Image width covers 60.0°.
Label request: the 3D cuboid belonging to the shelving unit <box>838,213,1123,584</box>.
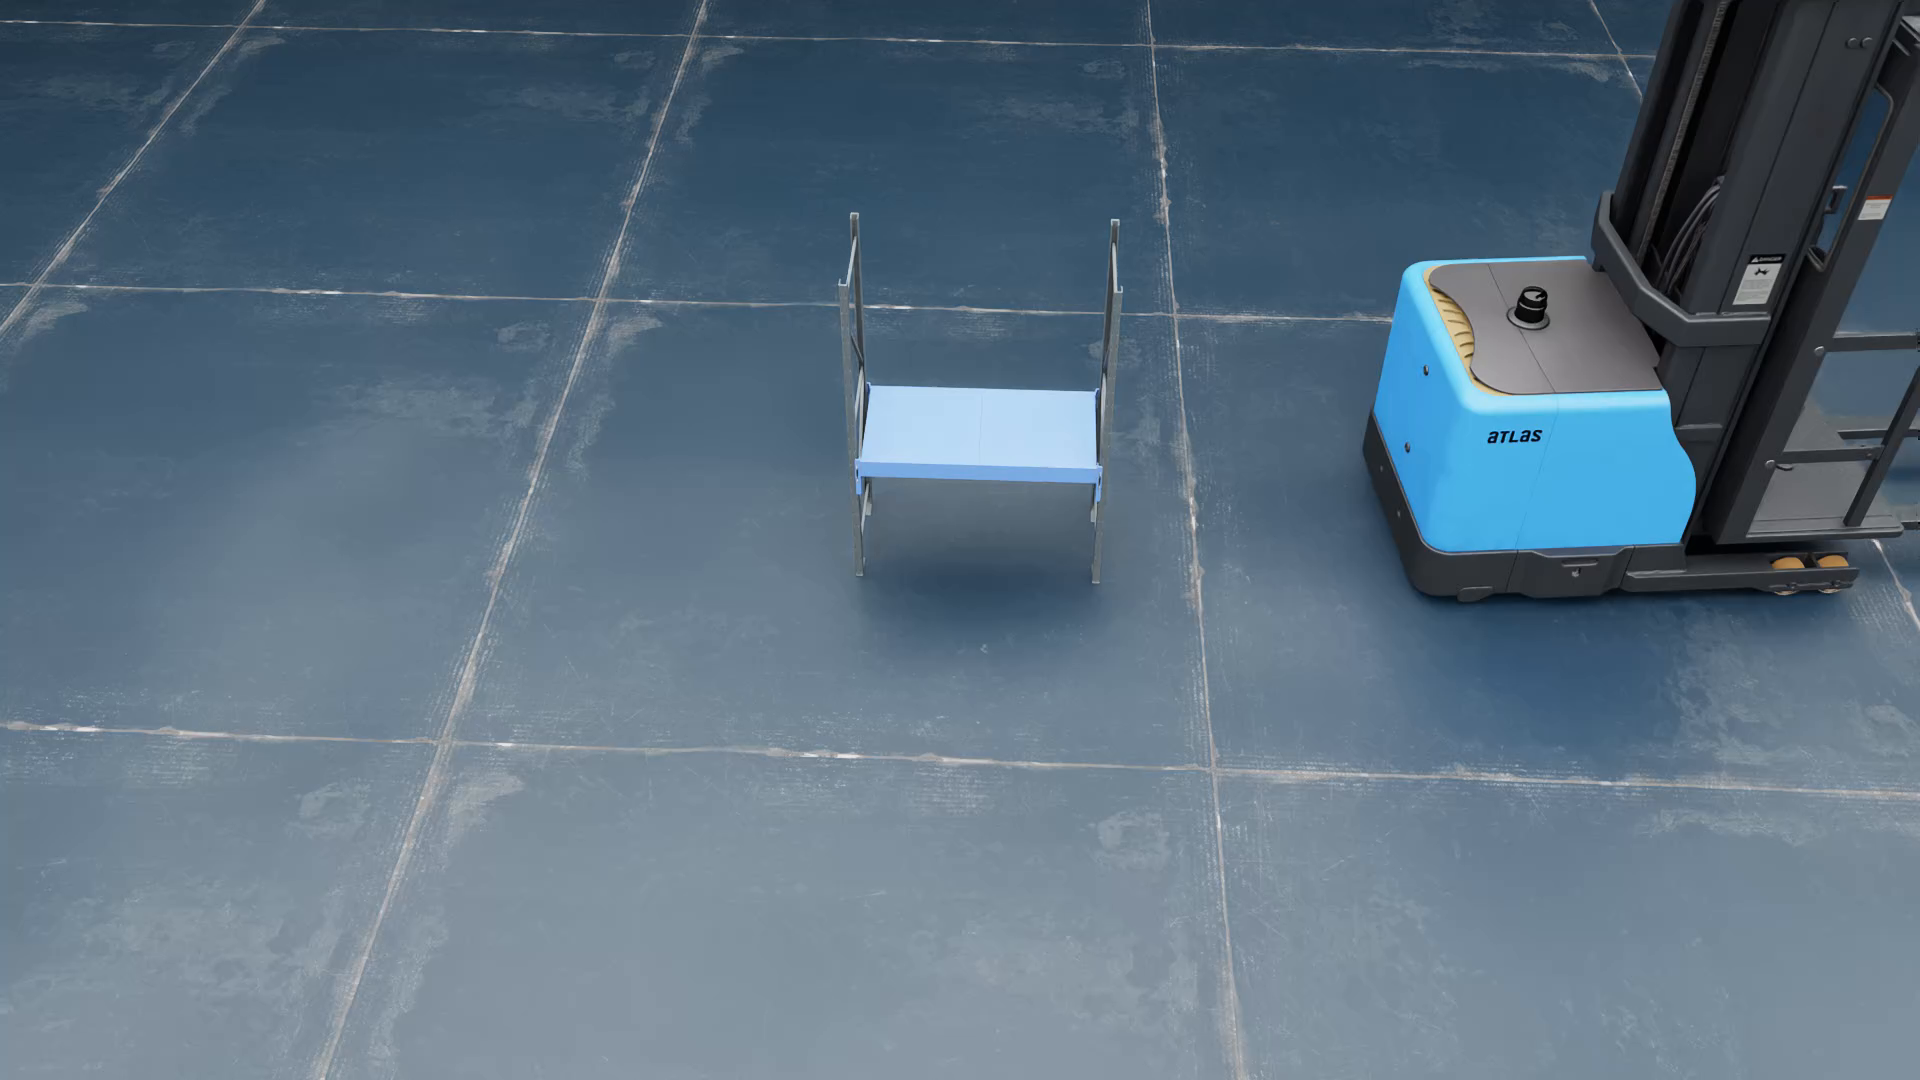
[{"bbox_3d":[0.085,-0.546,6.821,1.048,1.500,0.538,2,43,2],"label":"shelving unit"}]

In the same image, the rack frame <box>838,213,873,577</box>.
[{"bbox_3d":[-0.423,-0.562,6.838,0.032,1.500,0.500,2,43,2],"label":"rack frame"}]

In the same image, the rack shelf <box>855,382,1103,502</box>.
[{"bbox_3d":[0.085,-0.415,6.944,1.000,0.185,0.538,2,43,2],"label":"rack shelf"}]

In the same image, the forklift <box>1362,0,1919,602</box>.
[{"bbox_3d":[3.392,-1.199,6.472,3.031,2.935,1.130,-2,43,-3],"label":"forklift"}]

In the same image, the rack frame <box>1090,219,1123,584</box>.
[{"bbox_3d":[0.593,-0.531,6.805,0.032,1.500,0.500,2,43,2],"label":"rack frame"}]
